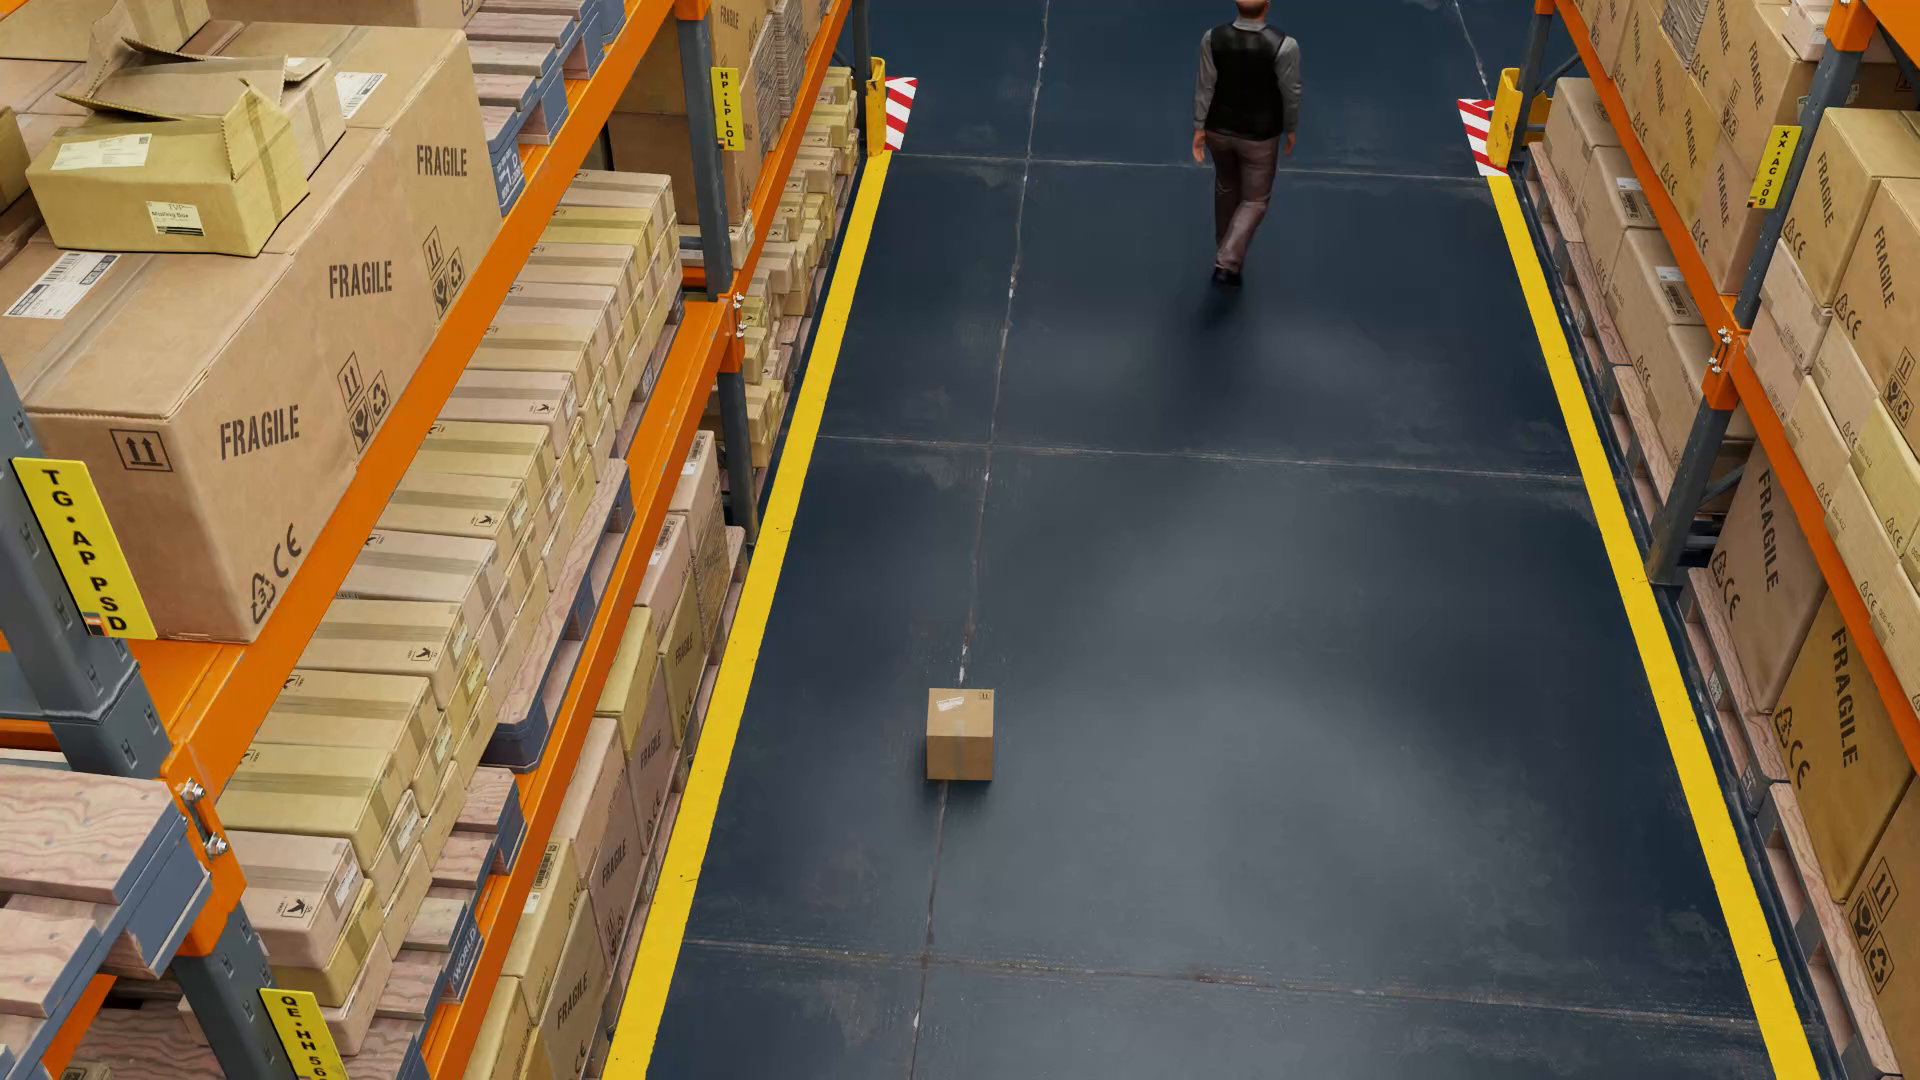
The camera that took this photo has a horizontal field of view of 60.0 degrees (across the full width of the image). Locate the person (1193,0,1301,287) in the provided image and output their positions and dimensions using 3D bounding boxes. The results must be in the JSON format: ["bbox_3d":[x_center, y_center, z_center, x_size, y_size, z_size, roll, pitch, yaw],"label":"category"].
[{"bbox_3d":[1.494,-2.144,8.745,0.543,1.691,0.892,18,43,20],"label":"person"}]
